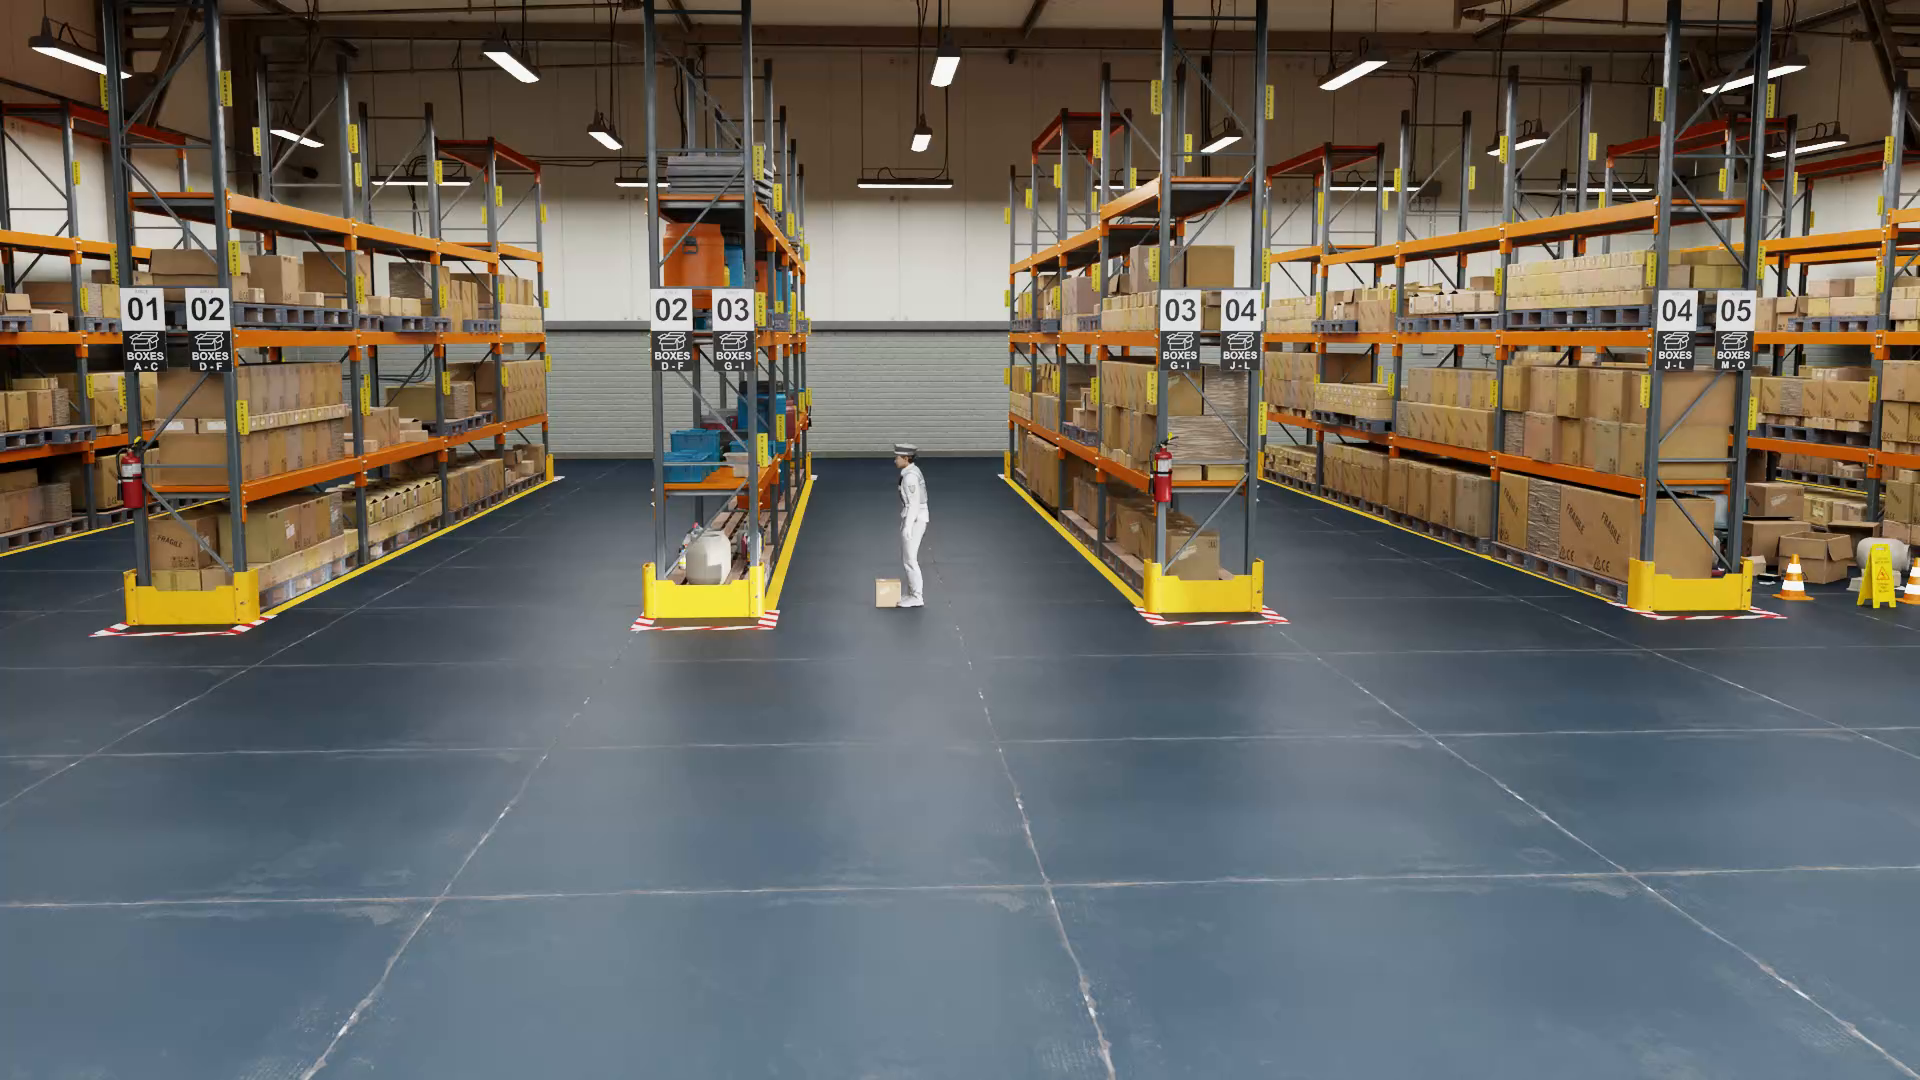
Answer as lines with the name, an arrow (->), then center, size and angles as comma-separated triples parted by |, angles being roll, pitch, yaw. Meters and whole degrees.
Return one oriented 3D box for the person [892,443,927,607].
person -> -0.514, -0.161, 17.052 | 0.356, 1.664, 0.528 | 0, 7, -4
